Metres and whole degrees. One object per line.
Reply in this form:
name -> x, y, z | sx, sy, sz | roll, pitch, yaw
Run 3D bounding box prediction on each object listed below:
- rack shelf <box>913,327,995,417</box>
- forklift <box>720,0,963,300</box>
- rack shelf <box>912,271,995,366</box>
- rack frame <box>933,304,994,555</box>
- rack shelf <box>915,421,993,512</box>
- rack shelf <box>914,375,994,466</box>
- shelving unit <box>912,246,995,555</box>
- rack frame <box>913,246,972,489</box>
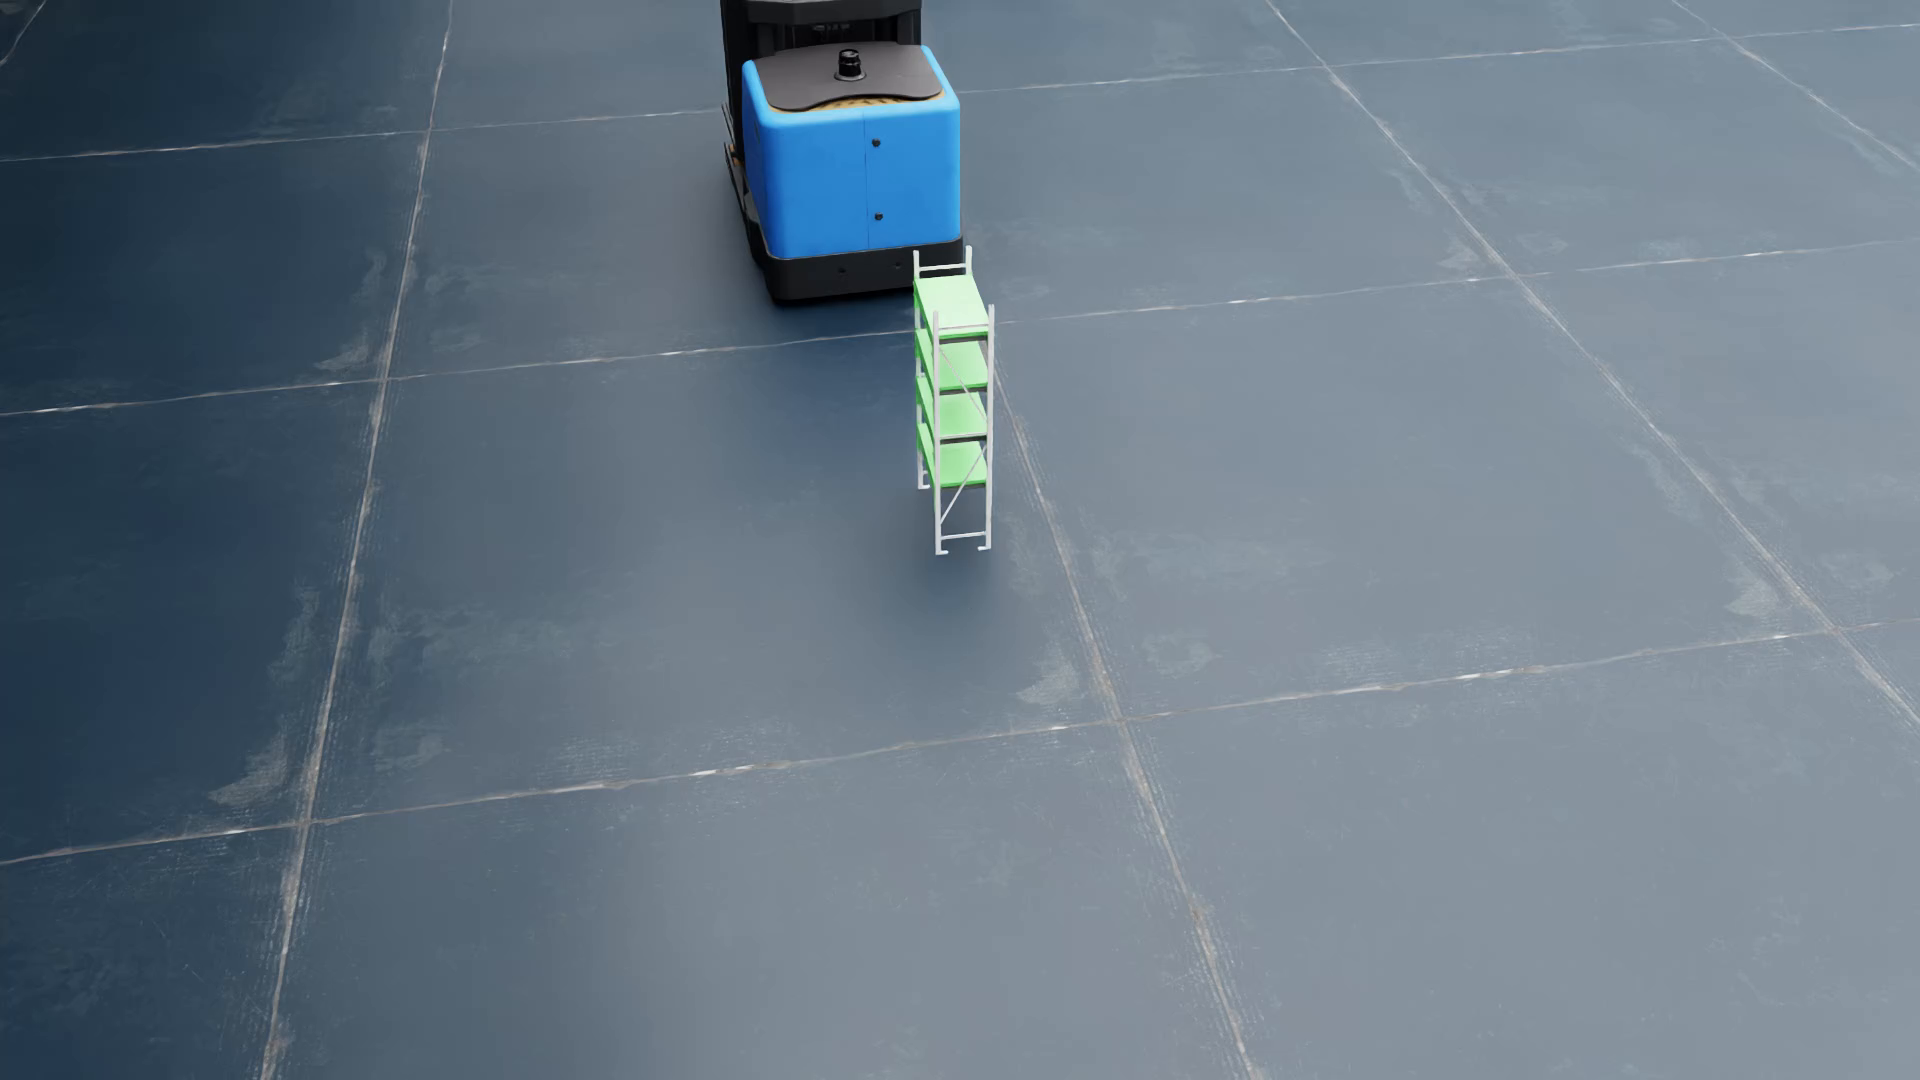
rack shelf -> -0.029, -0.713, 6.903 | 0.258, 0.148, 0.480 | -6, 38, -8
forklift -> -0.813, -3.328, 9.145 | 1.130, 2.935, 3.031 | -8, 39, -10
rack shelf -> -0.029, -0.902, 6.755 | 0.258, 0.148, 0.480 | -6, 38, -8
rack frame -> 0.014, -0.426, 6.821 | 0.240, 1.200, 0.015 | -6, 38, -8
rack shelf -> -0.029, -0.334, 7.197 | 0.258, 0.148, 0.480 | -6, 38, -8
rack shelf -> -0.029, -0.523, 7.050 | 0.258, 0.148, 0.480 | -6, 38, -8
shelving unit -> -0.029, -0.574, 7.011 | 0.258, 1.200, 0.503 | -6, 38, -8
rack frame -> -0.072, -0.721, 7.200 | 0.240, 1.200, 0.015 | -6, 38, -8
